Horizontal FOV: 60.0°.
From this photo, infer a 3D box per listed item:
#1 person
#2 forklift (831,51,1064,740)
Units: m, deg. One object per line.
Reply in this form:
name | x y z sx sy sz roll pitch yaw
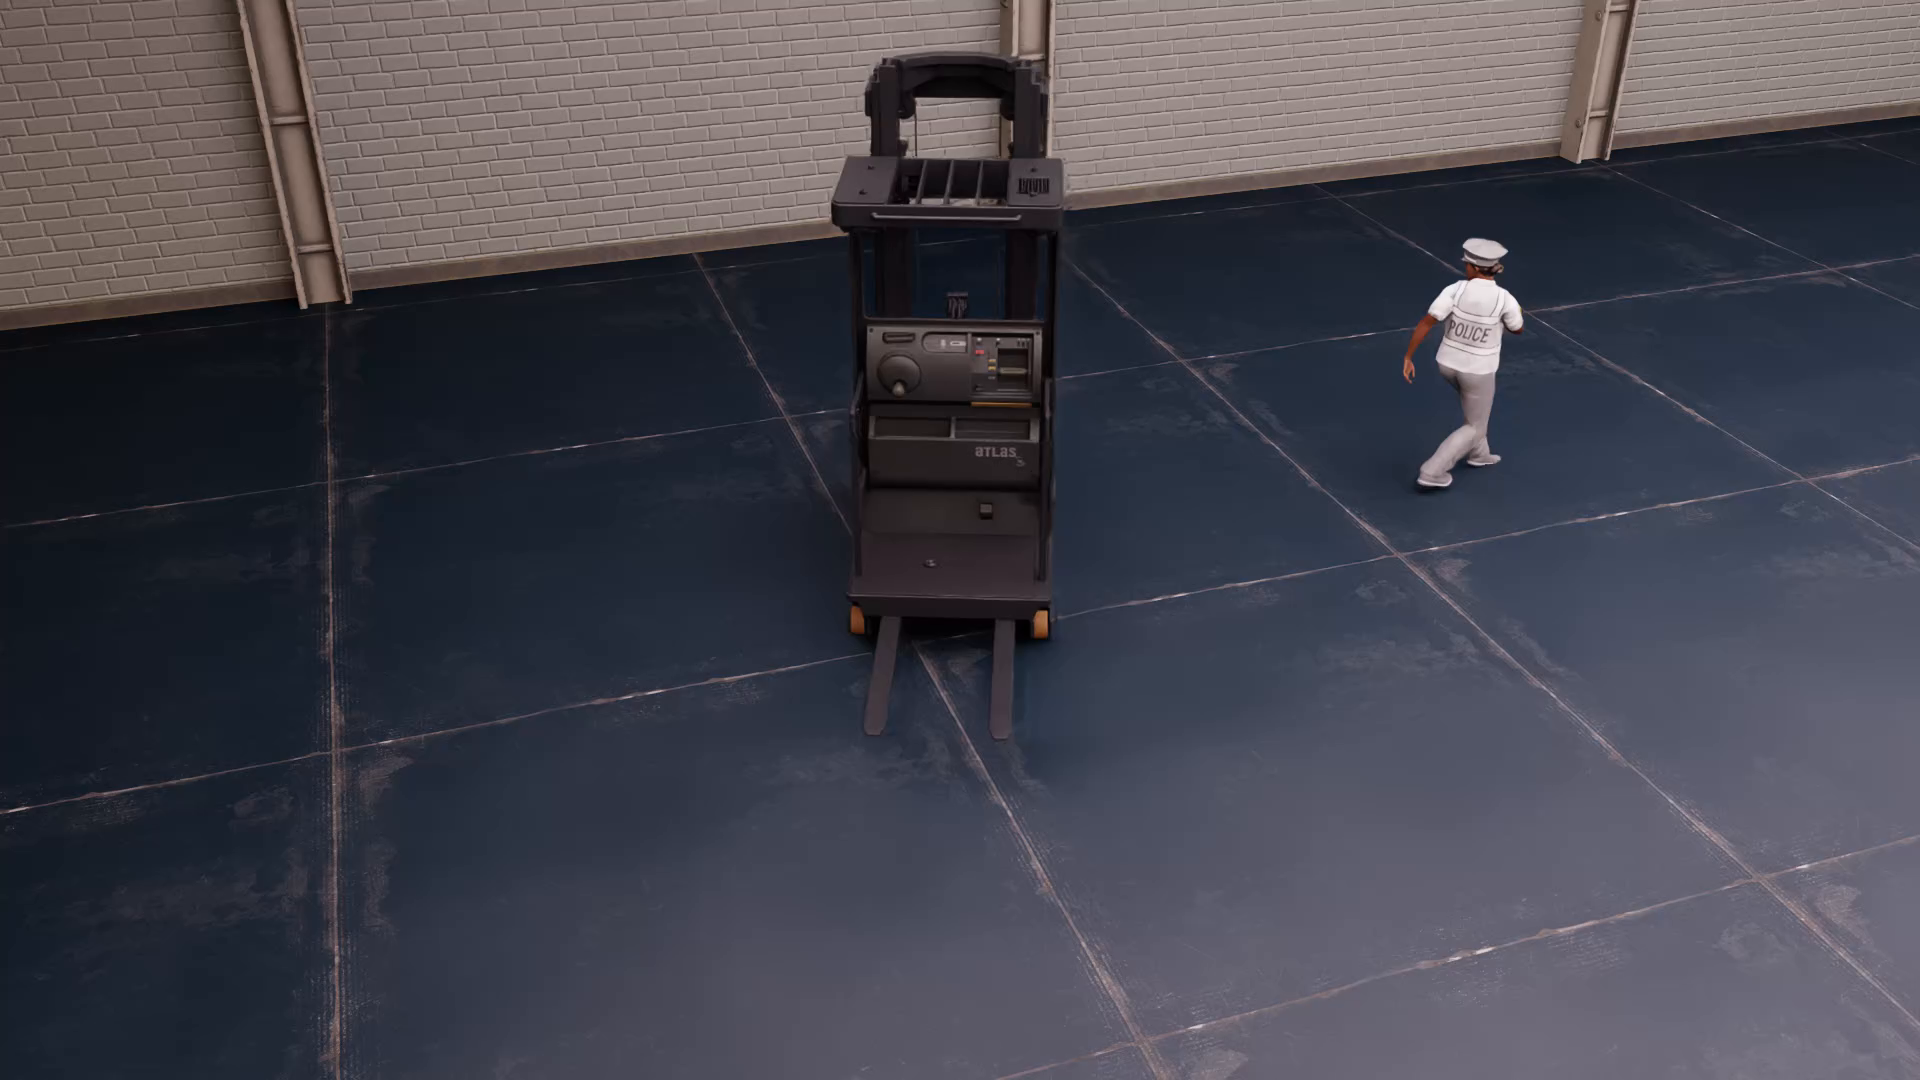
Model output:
person | 3.186 -1.093 10.386 0.888 1.596 0.470 -23 37 -35
forklift | -0.039 -0.892 8.637 1.130 2.935 3.031 1 30 2
